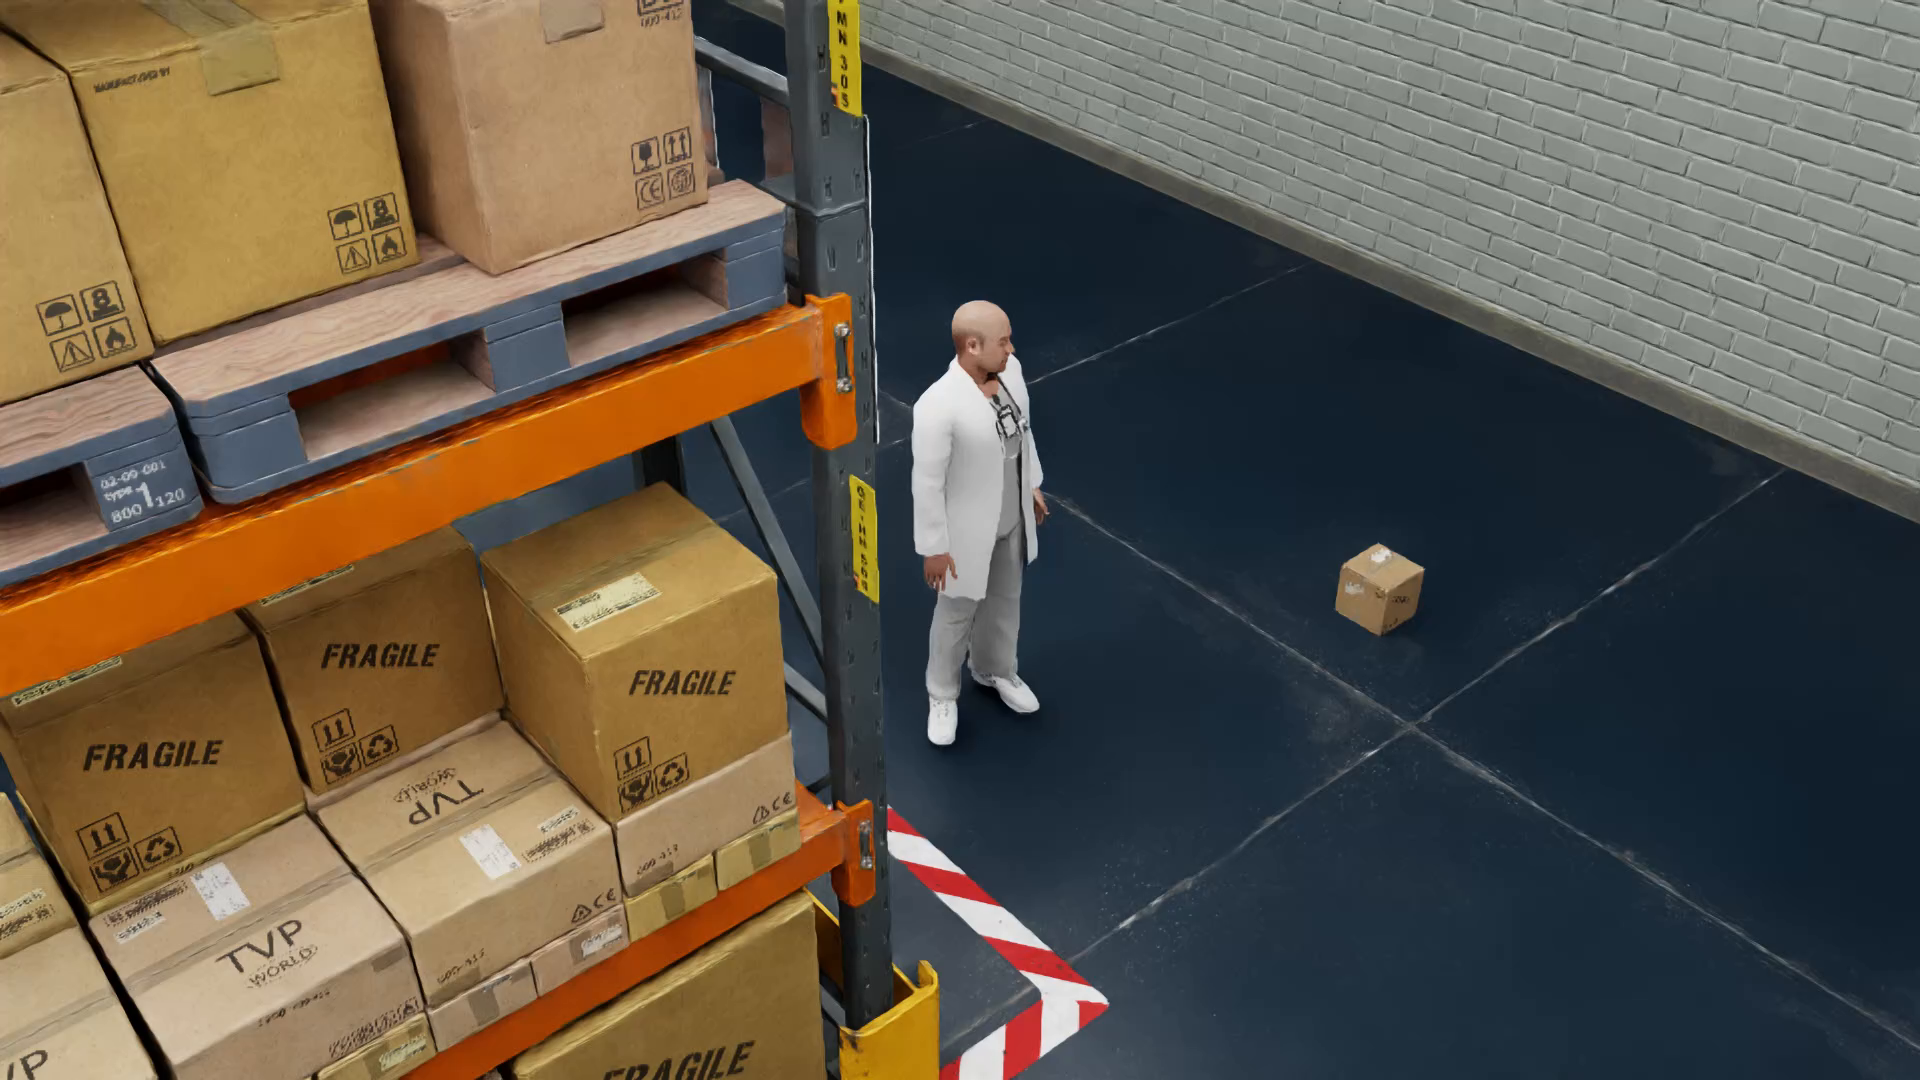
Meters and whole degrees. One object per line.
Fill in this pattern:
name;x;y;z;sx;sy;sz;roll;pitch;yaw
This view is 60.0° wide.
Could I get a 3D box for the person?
person;0.095;-0.065;6.201;0.422;1.789;0.660;28;44;33
